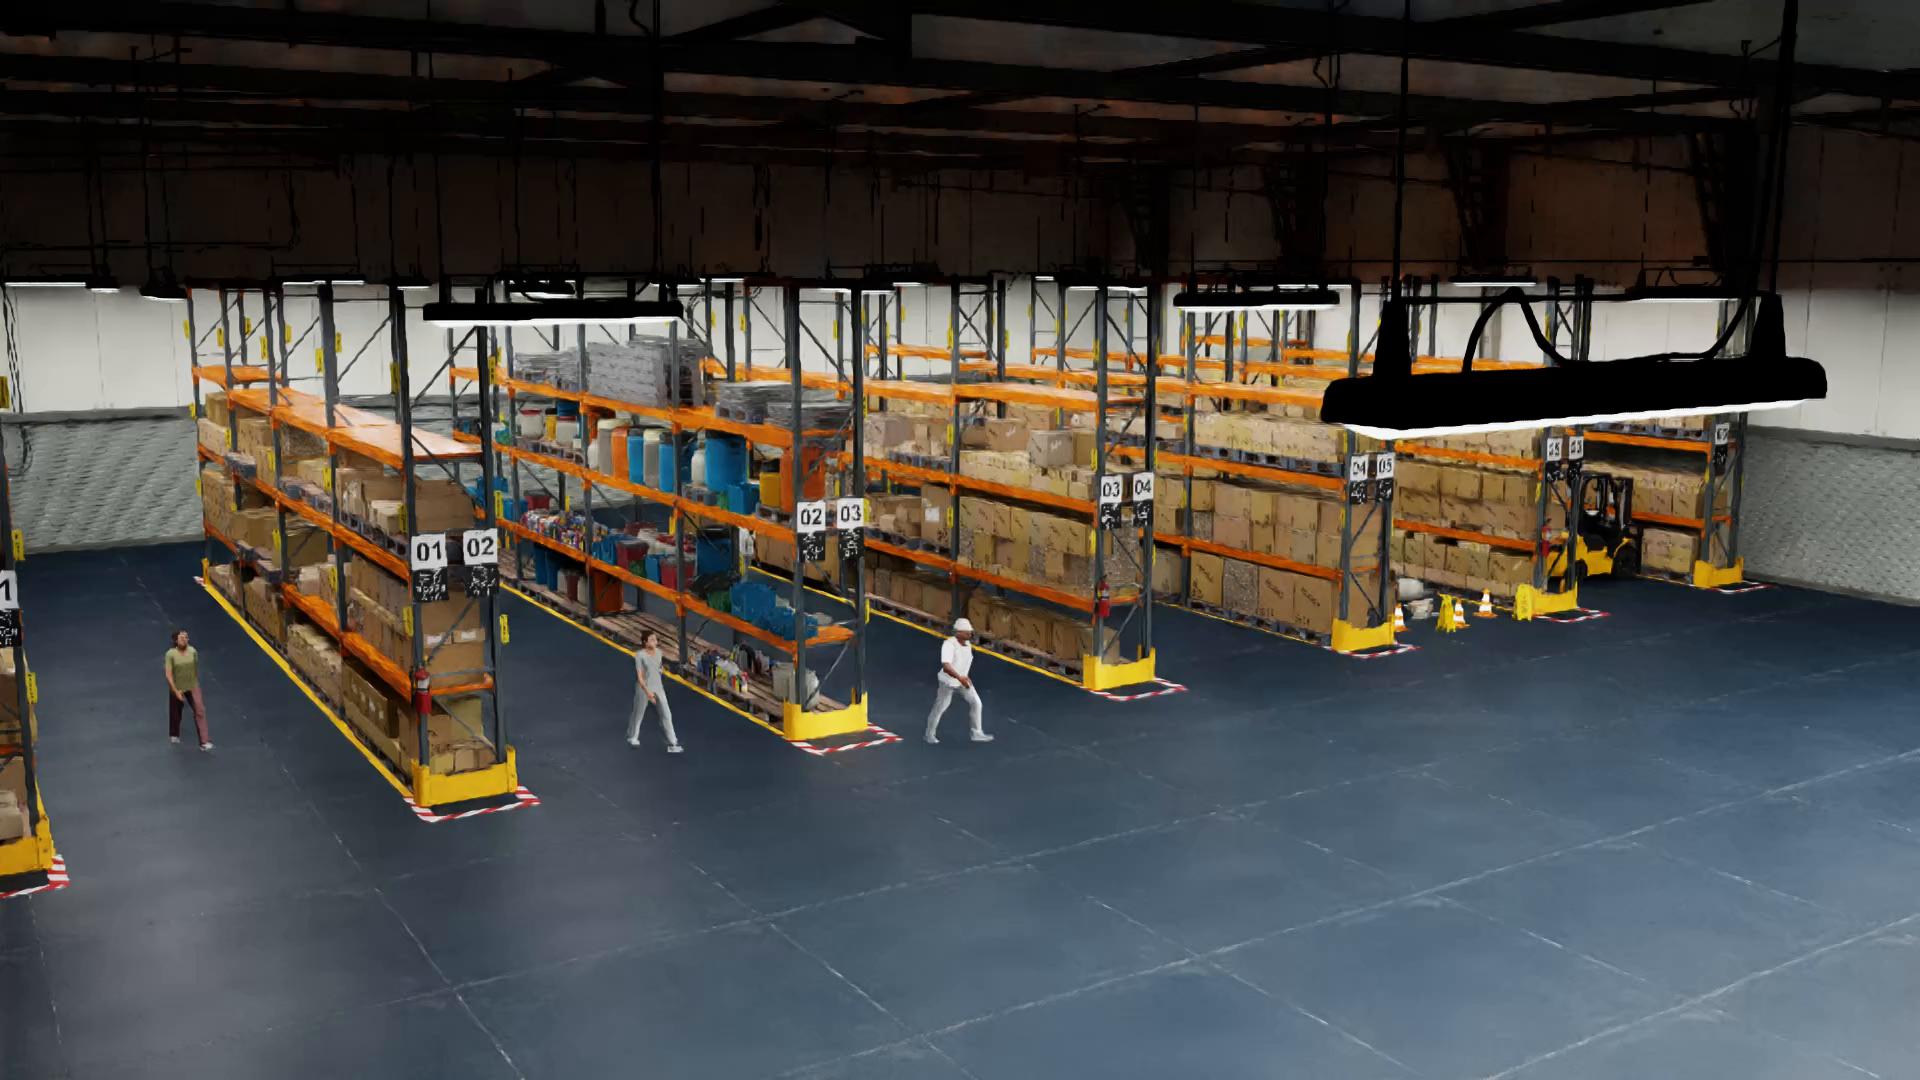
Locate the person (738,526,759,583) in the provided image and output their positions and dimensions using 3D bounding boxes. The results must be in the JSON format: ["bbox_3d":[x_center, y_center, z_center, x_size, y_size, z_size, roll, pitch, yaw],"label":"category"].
[{"bbox_3d":[-4.083,0.248,31.604,0.461,1.626,0.999,-6,11,-33],"label":"person"}]

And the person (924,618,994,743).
[{"bbox_3d":[-0.065,1.841,21.891,0.815,1.695,0.711,8,12,38],"label":"person"}]

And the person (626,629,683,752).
[{"bbox_3d":[-4.016,1.942,21.554,0.444,1.604,1.016,-8,12,-40],"label":"person"}]

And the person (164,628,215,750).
[{"bbox_3d":[-10.101,1.927,21.641,0.446,1.604,1.016,-8,12,-40],"label":"person"}]
